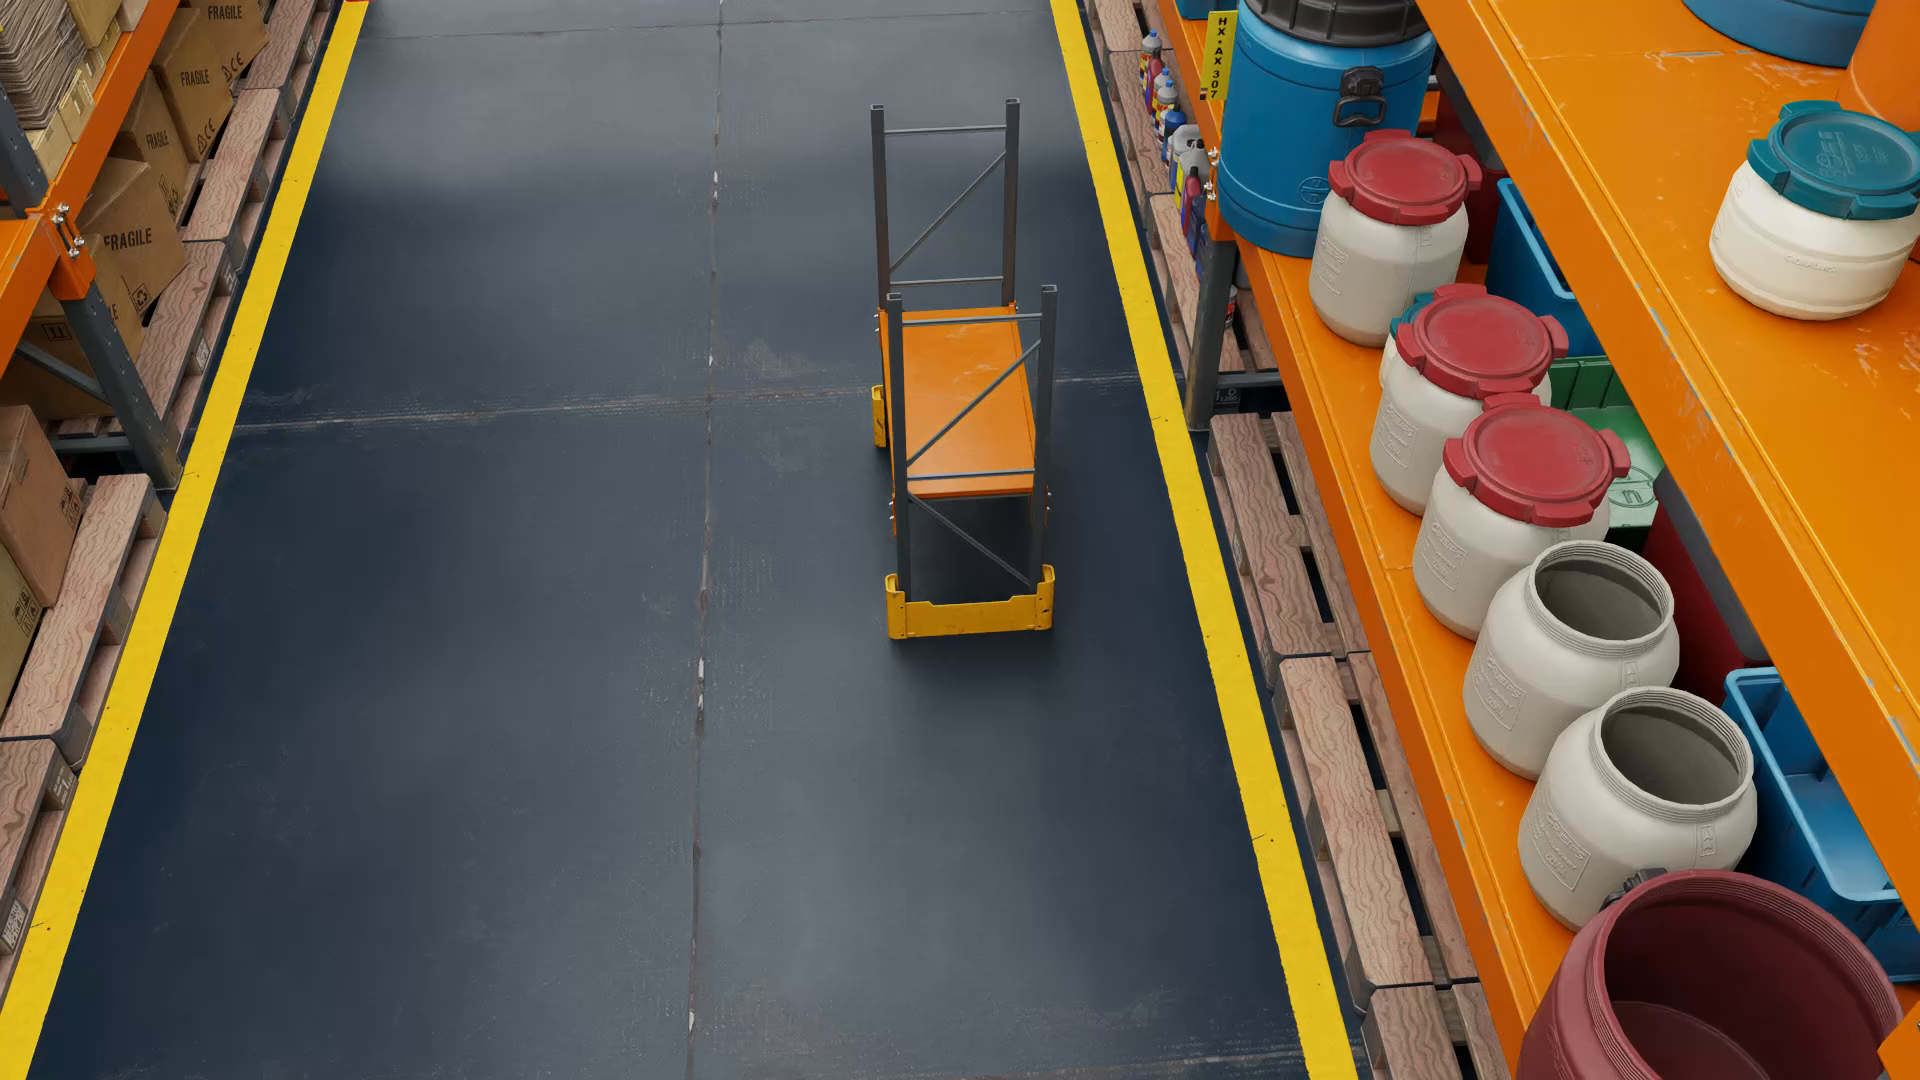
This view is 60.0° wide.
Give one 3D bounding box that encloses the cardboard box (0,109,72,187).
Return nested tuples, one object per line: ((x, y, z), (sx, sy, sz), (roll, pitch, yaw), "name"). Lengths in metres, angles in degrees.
((-3.247, -1.319, 5.606), (0.380, 0.149, 0.250), (-3, 47, -3), "cardboard box")

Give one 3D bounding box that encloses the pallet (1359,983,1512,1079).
((1.716, 1.758, 4.440), (1.003, 0.211, 1.213), (-3, 47, -3), "pallet")

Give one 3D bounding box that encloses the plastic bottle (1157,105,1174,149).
((0.959, -1.893, 7.601), (0.097, 0.201, 0.097), (0, 47, 0), "plastic bottle")

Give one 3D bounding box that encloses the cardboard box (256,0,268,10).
((-3.828, -2.957, 8.417), (0.500, 0.500, 0.500), (4, 47, 4), "cardboard box")

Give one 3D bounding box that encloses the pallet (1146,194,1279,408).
((1.392, -1.062, 7.110), (1.003, 0.211, 1.213), (-3, 47, -3), "pallet")

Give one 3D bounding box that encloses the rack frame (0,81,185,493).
((-3.529, -1.231, 5.350), (1.000, 3.000, 0.127), (-3, 47, -3), "rack frame")

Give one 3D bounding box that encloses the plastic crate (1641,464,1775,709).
((1.911, 0.152, 3.996), (0.402, 0.464, 0.583), (-3, 47, -3), "plastic crate")

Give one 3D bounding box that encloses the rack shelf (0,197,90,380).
((-3.361, 0.463, 4.241), (1.077, 0.370, 4.000), (-3, 47, -3), "rack shelf")

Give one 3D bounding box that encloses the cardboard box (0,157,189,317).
((-3.578, -1.222, 6.774), (0.500, 0.500, 0.500), (10, 47, 9), "cardboard box")

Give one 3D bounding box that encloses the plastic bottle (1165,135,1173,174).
((0.976, -1.744, 7.460), (0.097, 0.201, 0.097), (0, 47, 0), "plastic bottle")

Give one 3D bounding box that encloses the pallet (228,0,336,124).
((-3.824, -2.522, 8.493), (1.003, 0.211, 1.213), (-3, 47, -3), "pallet")

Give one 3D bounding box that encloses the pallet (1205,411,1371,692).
((1.511, -0.008, 6.112), (1.003, 0.211, 1.213), (-3, 47, -3), "pallet")

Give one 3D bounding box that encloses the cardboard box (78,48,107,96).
((-3.303, -1.680, 5.948), (0.380, 0.149, 0.250), (-3, 47, -3), "cardboard box")

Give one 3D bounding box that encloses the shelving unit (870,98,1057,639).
((-0.006, -0.571, 5.758), (0.587, 1.500, 1.083), (-3, 47, -3), "shelving unit")

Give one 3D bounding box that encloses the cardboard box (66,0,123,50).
((-3.511, -2.061, 5.862), (0.875, 0.500, 0.500), (-3, 47, -3), "cardboard box")

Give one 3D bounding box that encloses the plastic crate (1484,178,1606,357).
((1.809, -0.748, 4.903), (0.392, 0.384, 0.575), (-3, 47, -3), "plastic crate")

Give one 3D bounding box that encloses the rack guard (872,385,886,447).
((-0.048, -0.501, 6.553), (0.587, 0.250, 0.087), (-3, 47, -3), "rack guard")

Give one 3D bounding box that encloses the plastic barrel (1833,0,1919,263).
((1.835, -0.898, 2.673), (0.600, 0.830, 0.708), (-3, 47, -3), "plastic barrel")

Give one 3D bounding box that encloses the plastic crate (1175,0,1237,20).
((1.044, -2.265, 6.432), (0.499, 0.251, 0.616), (-3, 47, -3), "plastic crate")

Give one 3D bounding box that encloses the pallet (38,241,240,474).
((-3.620, -0.756, 6.821), (1.003, 0.211, 1.213), (-3, 47, -3), "pallet")

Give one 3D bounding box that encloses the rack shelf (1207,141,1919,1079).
((1.574, 0.162, 4.526), (1.077, 0.370, 4.000), (-3, 47, -3), "rack shelf")

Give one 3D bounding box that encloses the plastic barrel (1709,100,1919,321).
((1.403, -0.528, 2.714), (0.301, 0.262, 0.301), (0, 47, 0), "plastic barrel")

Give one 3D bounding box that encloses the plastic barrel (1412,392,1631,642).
((1.366, -0.030, 4.119), (0.433, 0.535, 0.433), (0, 47, 0), "plastic barrel")

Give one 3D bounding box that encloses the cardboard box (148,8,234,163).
((-3.710, -2.073, 7.580), (0.500, 0.500, 0.500), (0, 47, 0), "cardboard box")

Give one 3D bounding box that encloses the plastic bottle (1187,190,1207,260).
((1.050, -1.360, 6.994), (0.144, 0.351, 0.185), (-6, 47, -5), "plastic bottle")

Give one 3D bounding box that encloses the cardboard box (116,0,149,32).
((-3.314, -2.043, 6.292), (0.380, 0.149, 0.250), (-3, 47, -3), "cardboard box")

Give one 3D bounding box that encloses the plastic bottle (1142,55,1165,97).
((0.922, -2.210, 7.901), (0.097, 0.201, 0.097), (0, 47, 0), "plastic bottle")

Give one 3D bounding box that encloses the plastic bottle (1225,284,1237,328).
((1.066, -0.965, 6.722), (0.097, 0.201, 0.097), (0, 47, 0), "plastic bottle")

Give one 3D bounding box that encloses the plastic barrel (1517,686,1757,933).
((1.443, 0.592, 3.546), (0.421, 0.512, 0.421), (0, 47, 0), "plastic barrel")

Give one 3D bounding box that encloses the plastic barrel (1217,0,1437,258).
((1.137, -1.407, 5.171), (0.600, 0.901, 0.708), (-3, 47, -3), "plastic barrel")

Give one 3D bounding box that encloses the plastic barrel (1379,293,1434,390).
((1.365, -0.518, 4.770), (0.301, 0.262, 0.301), (0, 47, 0), "plastic barrel")

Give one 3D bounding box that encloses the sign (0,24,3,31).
((-2.976, -1.666, 4.964), (0.100, 0.325, 0.005), (-3, 47, -3), "sign")

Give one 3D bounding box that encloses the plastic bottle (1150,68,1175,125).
((0.942, -2.061, 7.712), (0.097, 0.271, 0.097), (0, 47, 0), "plastic bottle")

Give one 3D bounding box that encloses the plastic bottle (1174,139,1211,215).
((1.023, -1.594, 7.215), (0.144, 0.351, 0.185), (-4, 47, -4), "plastic bottle")

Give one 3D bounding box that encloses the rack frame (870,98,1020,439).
((-0.050, -0.945, 6.112), (0.500, 1.500, 0.032), (-3, 47, -3), "rack frame")

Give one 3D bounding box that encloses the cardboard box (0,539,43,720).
((-3.478, 0.269, 5.348), (0.700, 0.500, 0.500), (-4, 47, -4), "cardboard box")

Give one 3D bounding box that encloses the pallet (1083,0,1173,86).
((1.188, -2.827, 8.782), (1.003, 0.211, 1.213), (-3, 47, -3), "pallet")
